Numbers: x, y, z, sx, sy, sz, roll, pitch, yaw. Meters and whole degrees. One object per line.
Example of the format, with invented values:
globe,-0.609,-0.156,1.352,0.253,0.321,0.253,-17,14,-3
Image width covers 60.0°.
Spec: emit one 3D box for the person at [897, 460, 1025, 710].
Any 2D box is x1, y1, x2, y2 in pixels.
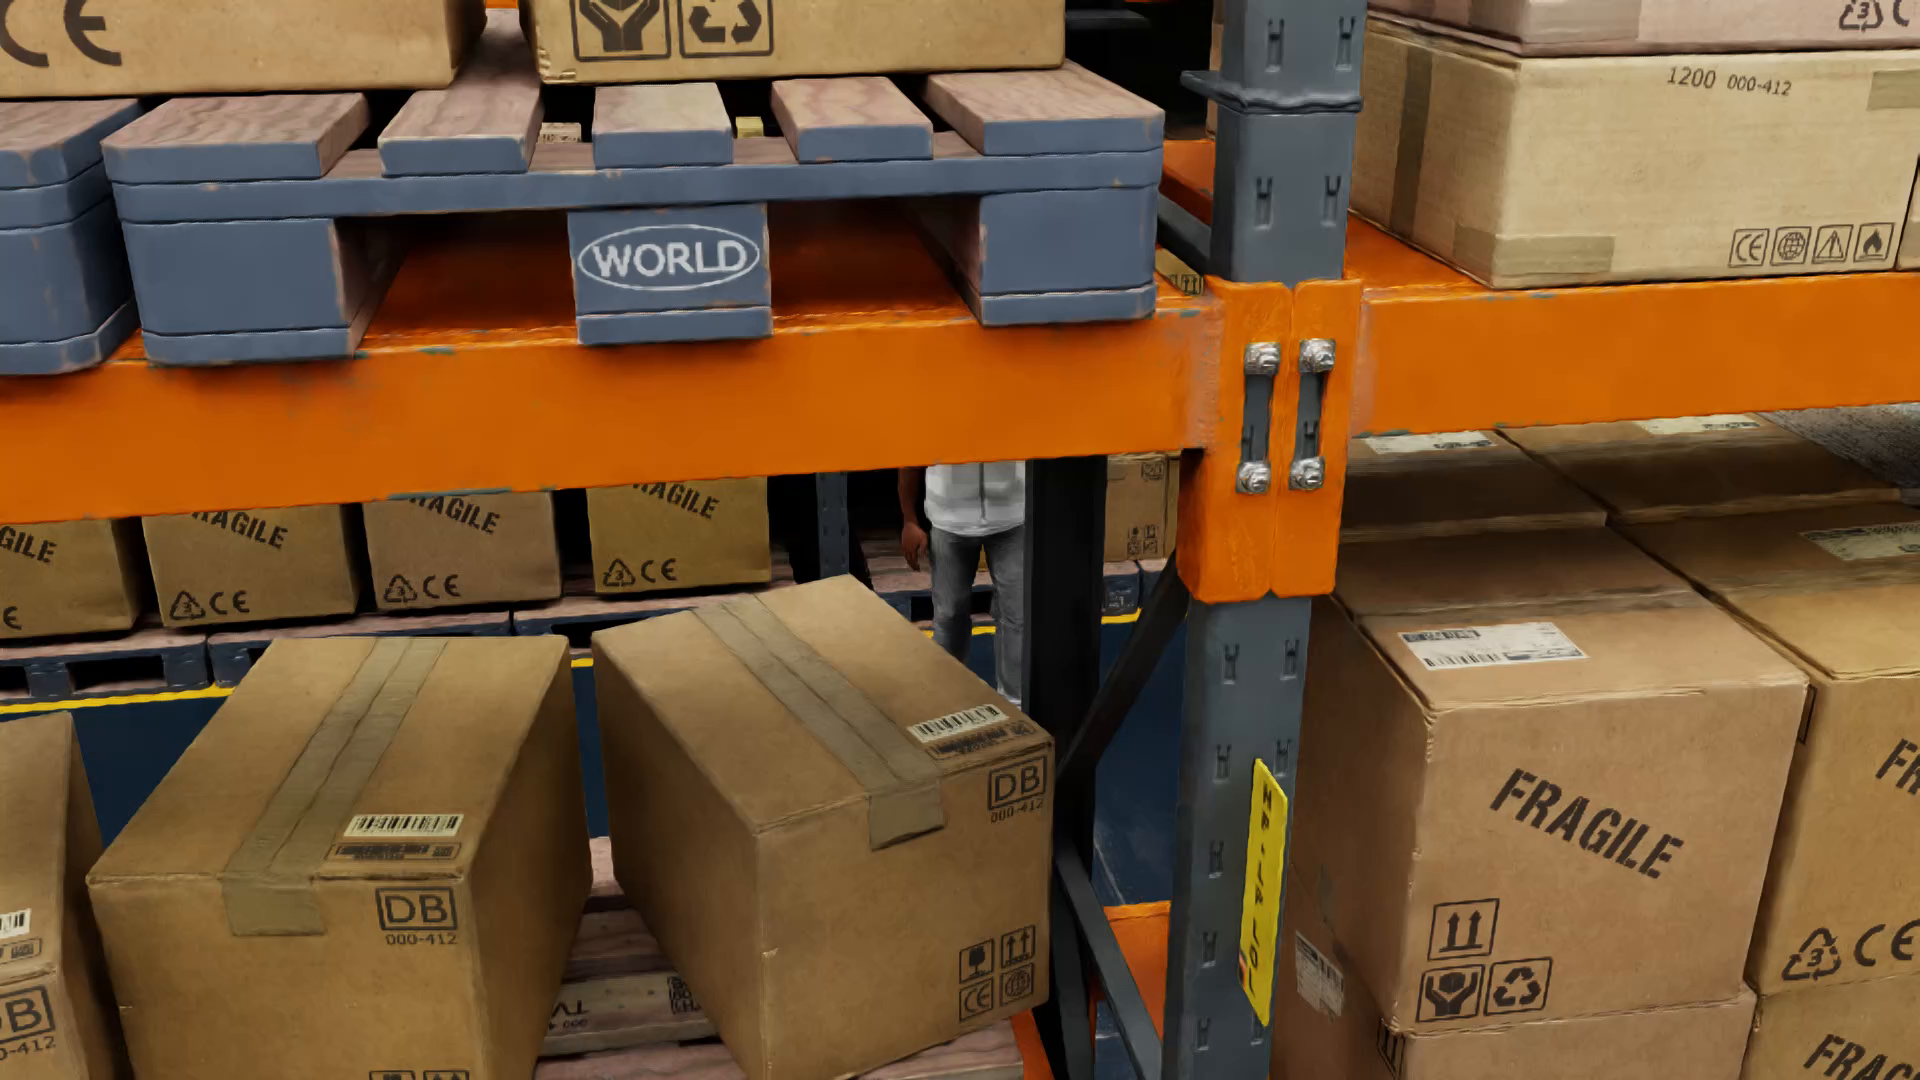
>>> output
person,0.087,-0.065,6.151,0.640,1.759,0.434,0,23,-1
